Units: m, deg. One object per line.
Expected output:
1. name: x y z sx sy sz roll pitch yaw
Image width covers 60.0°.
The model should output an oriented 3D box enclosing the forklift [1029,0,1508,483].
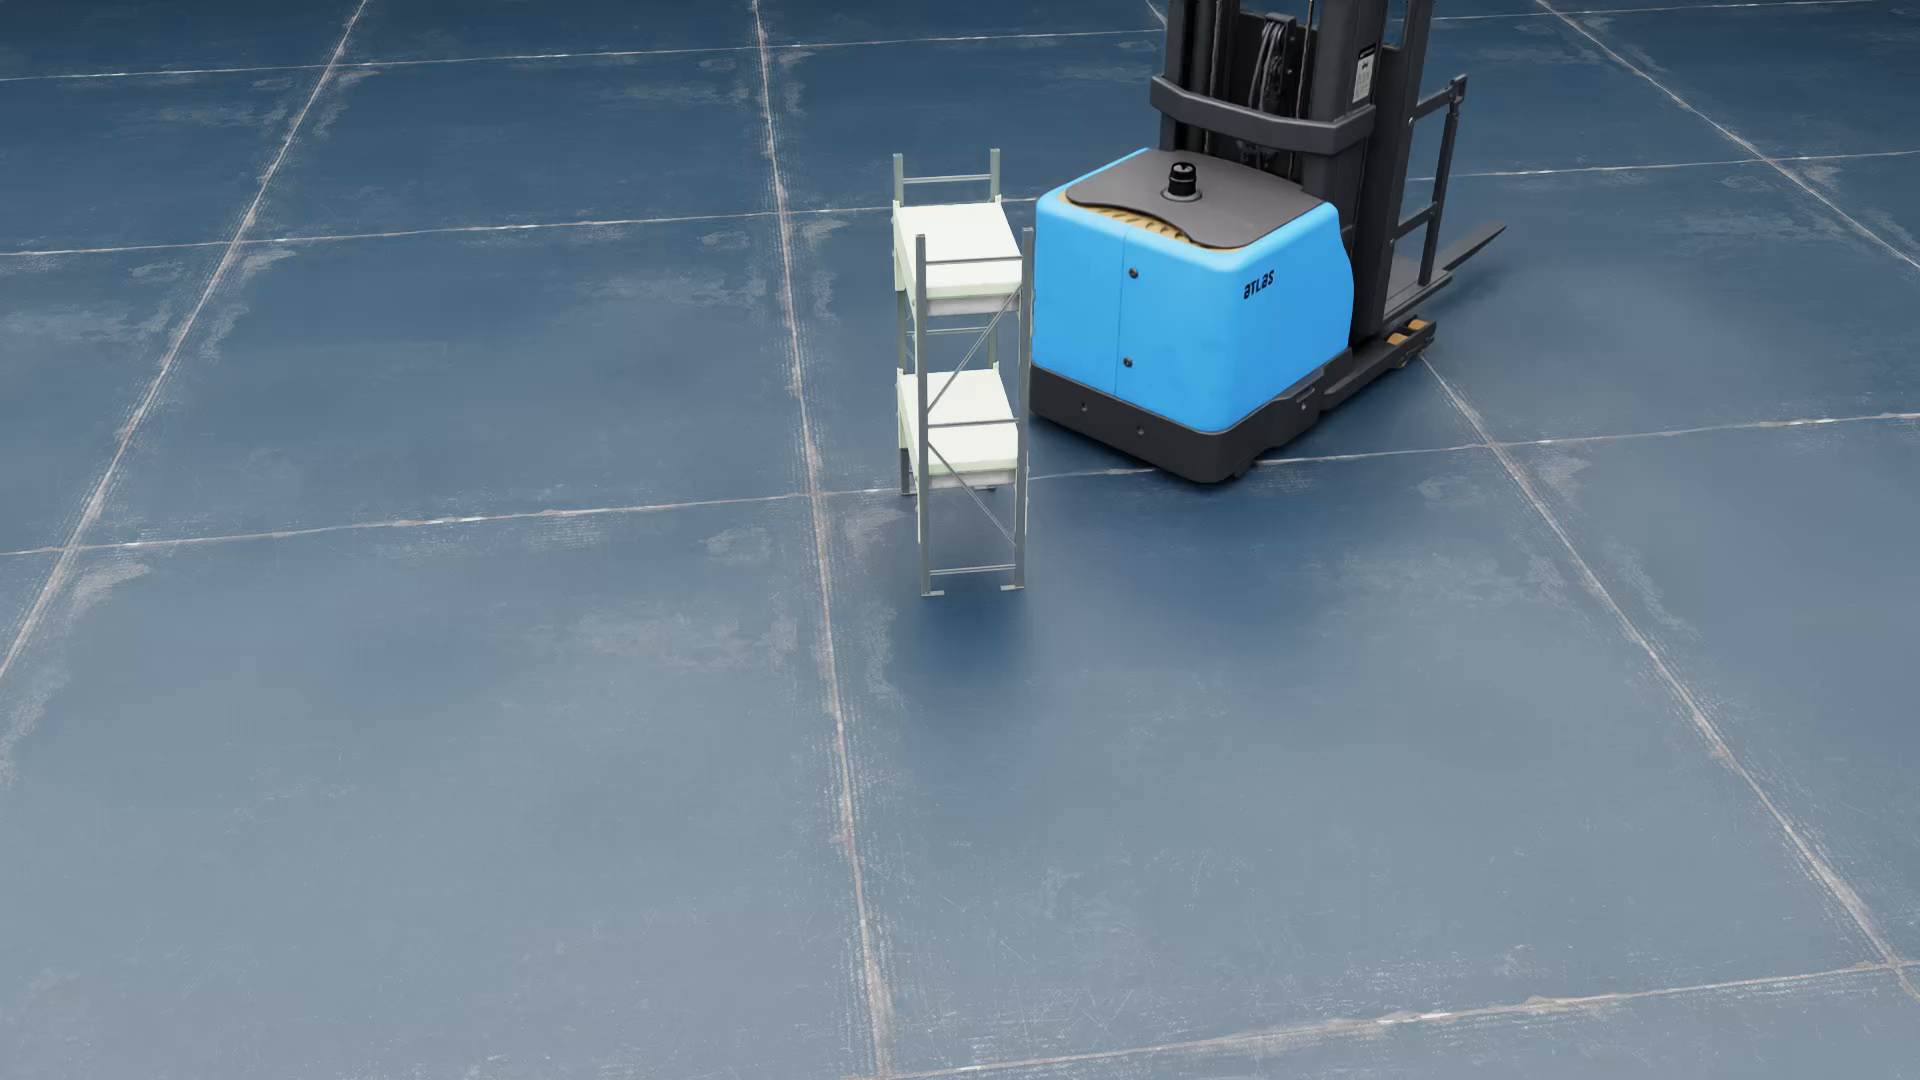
1. forklift: 1.656 -2.200 7.376 1.130 2.935 3.031 26 42 33

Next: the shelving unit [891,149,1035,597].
1. shelving unit: -0.001 -0.623 6.333 0.431 1.500 0.755 -4 35 -6

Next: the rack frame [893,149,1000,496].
1. rack frame: -0.050 -0.828 6.633 0.400 1.500 0.023 -4 35 -6

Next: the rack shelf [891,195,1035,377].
1. rack shelf: -0.001 -0.946 6.113 0.431 0.370 0.720 -4 35 -6

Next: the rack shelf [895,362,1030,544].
1. rack shelf: -0.001 -0.354 6.517 0.431 0.370 0.720 -4 35 -6

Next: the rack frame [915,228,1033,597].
1. rack frame: 0.048 -0.419 6.033 0.400 1.500 0.023 -4 35 -6
